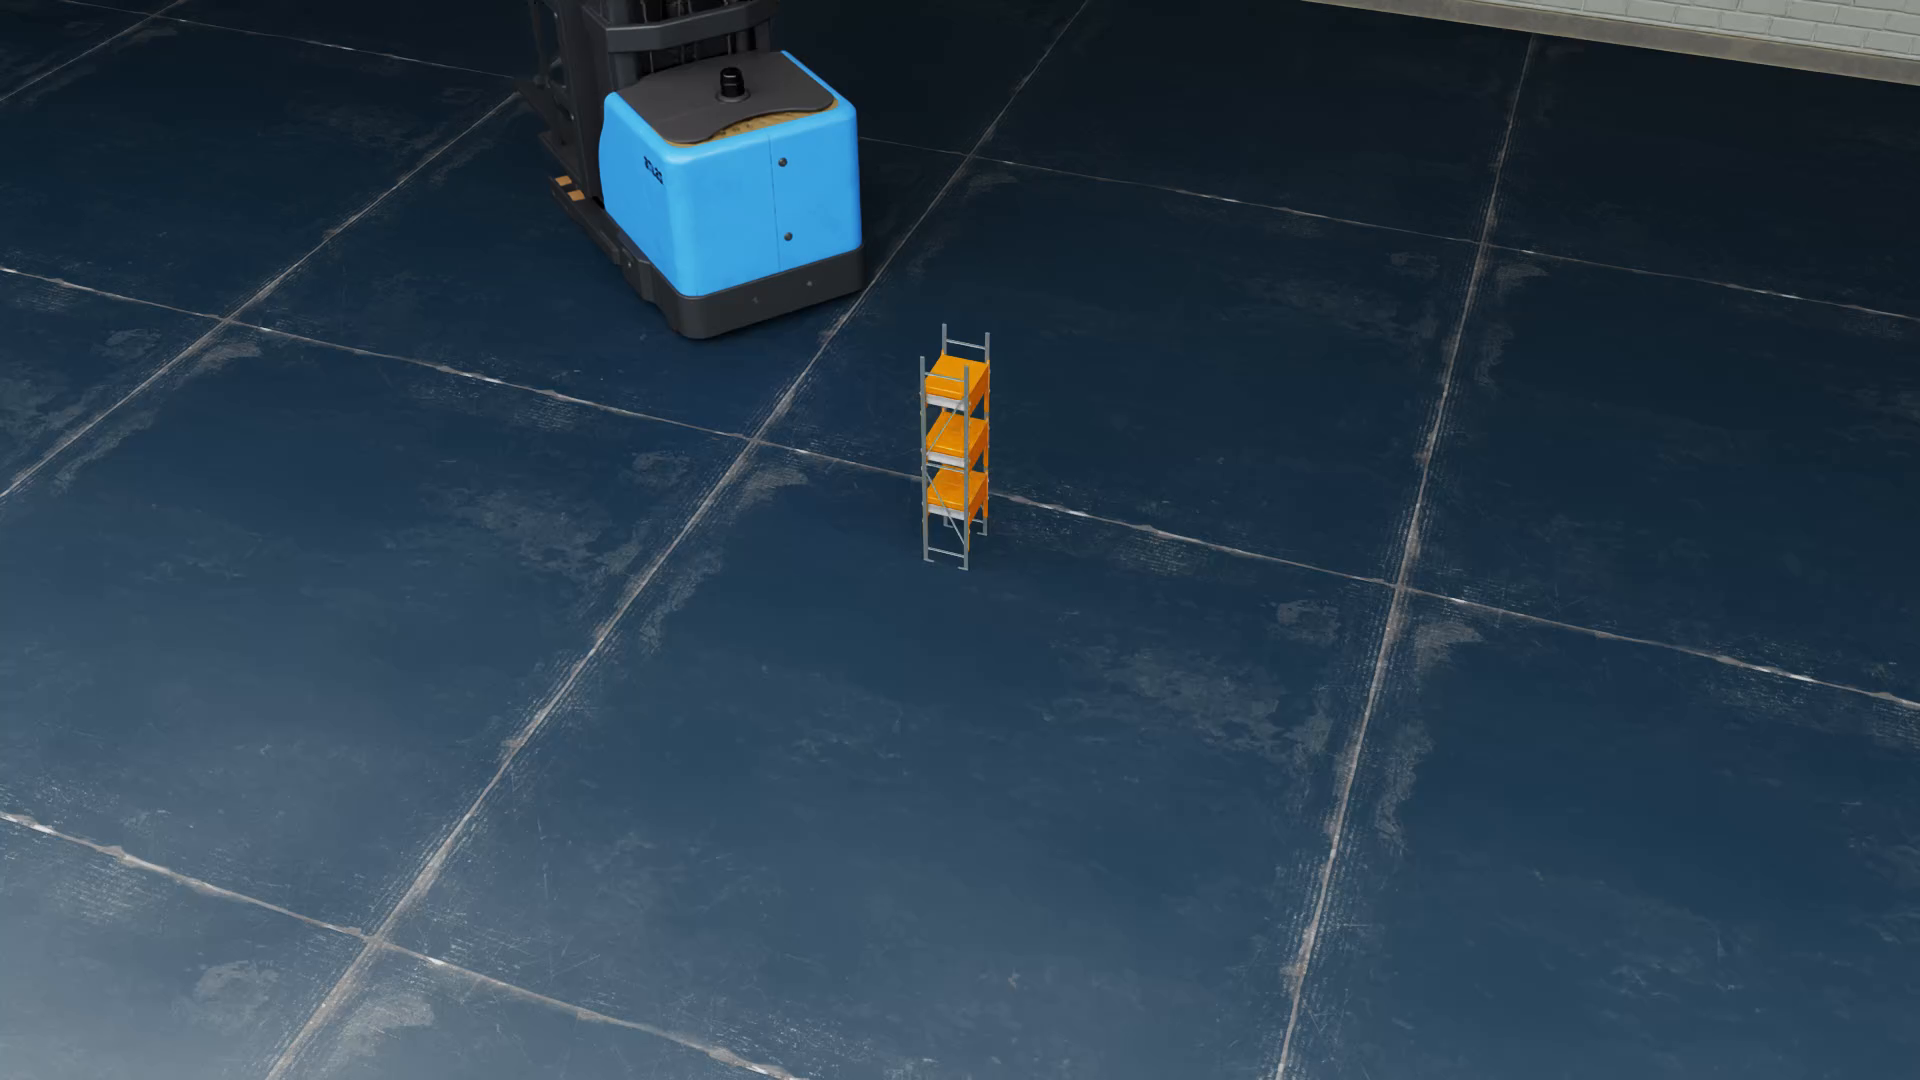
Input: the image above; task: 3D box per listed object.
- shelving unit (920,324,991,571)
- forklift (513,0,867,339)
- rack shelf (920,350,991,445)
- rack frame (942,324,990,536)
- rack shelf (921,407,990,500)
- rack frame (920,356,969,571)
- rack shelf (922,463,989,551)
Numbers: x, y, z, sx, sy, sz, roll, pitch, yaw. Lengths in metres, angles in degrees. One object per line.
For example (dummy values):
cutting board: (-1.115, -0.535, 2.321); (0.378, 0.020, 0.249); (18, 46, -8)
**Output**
shelving unit: (-0.018, -0.367, 6.871); (0.215, 1.050, 0.252); (13, 42, 15)
forklift: (-1.680, -3.056, 8.574); (1.130, 2.935, 3.031); (-21, 45, -23)
rack shelf: (-0.018, -0.575, 6.694); (0.215, 0.259, 0.240); (13, 42, 15)
rack frame: (0.023, -0.441, 6.958); (0.200, 1.050, 0.008); (13, 42, 15)
rack shelf: (-0.018, -0.359, 6.878); (0.215, 0.259, 0.240); (13, 42, 15)
rack frame: (-0.060, -0.292, 6.784); (0.200, 1.050, 0.008); (13, 42, 15)
rack shelf: (-0.018, -0.147, 7.058); (0.215, 0.259, 0.240); (13, 42, 15)
